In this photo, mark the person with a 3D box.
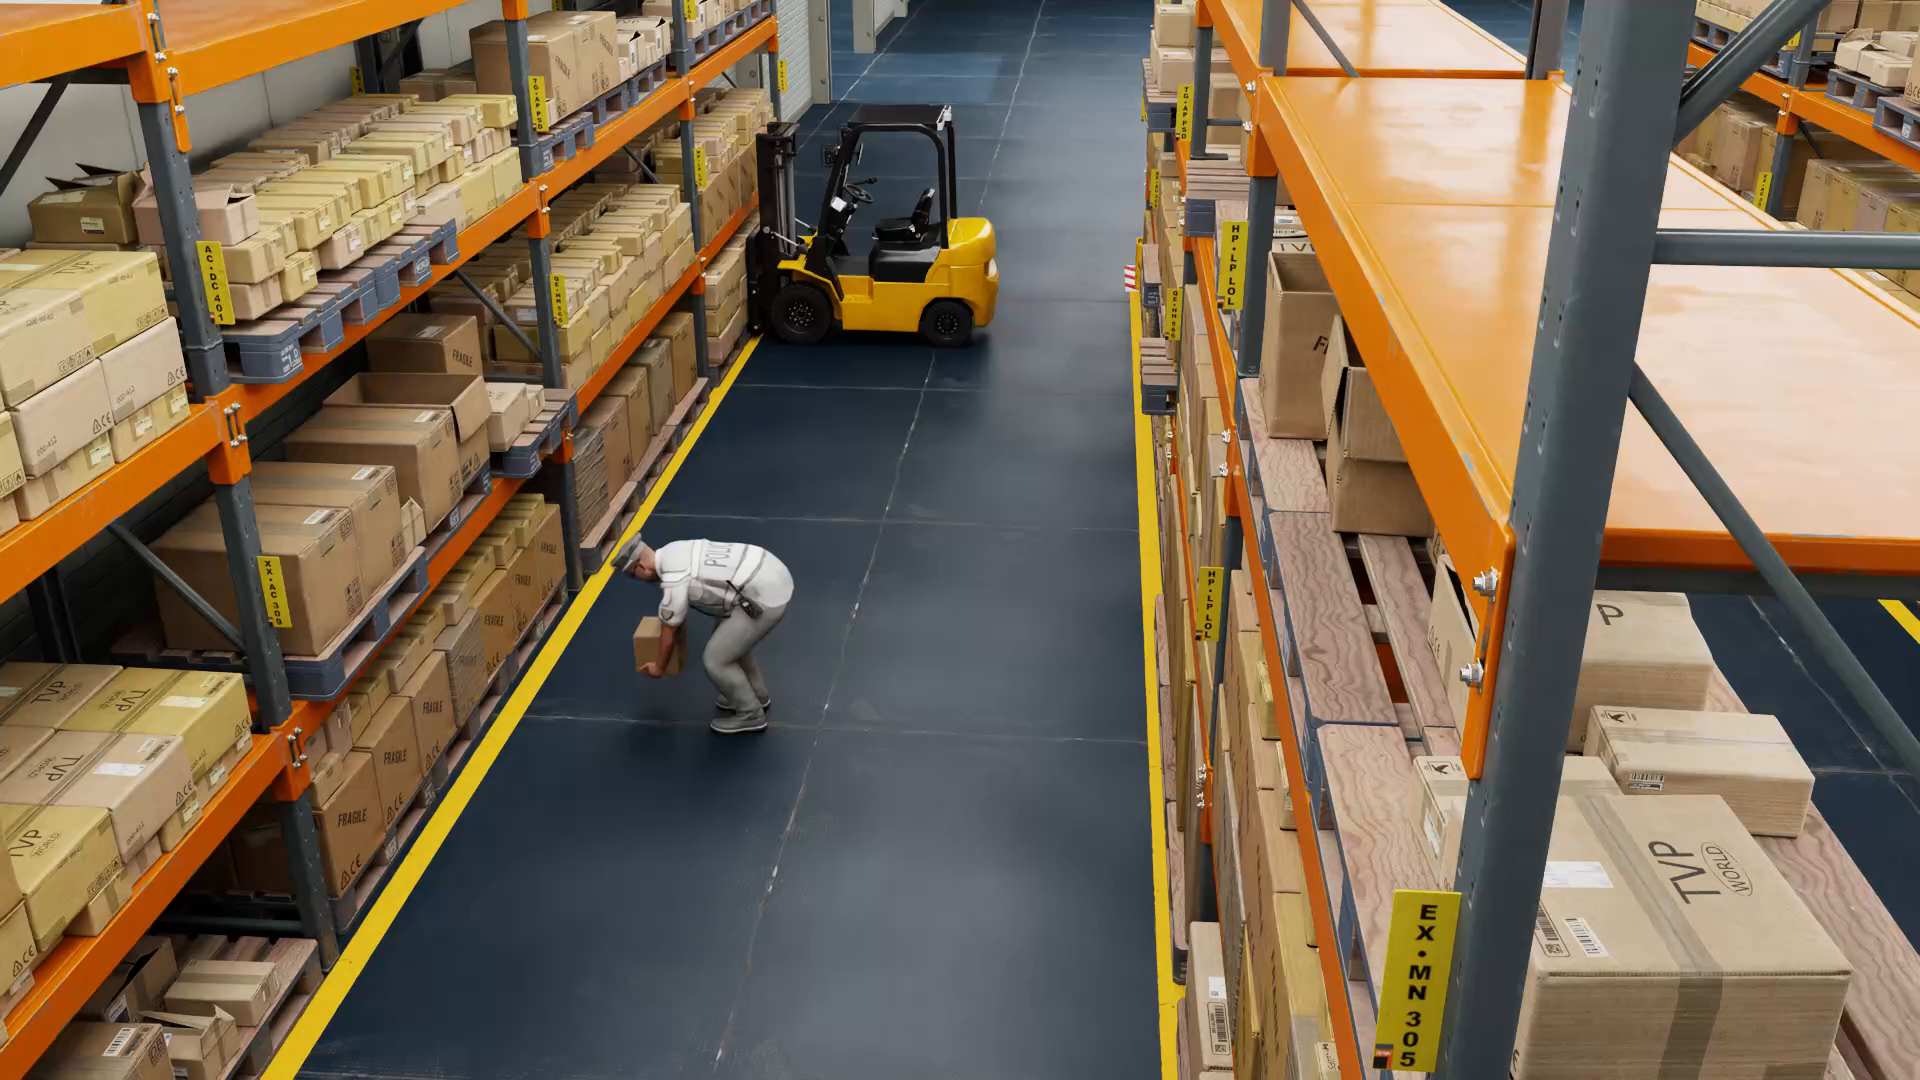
[{"bbox_3d":[-1.470,0.500,9.580,1.024,1.192,0.510,1,24,2],"label":"person"}]
